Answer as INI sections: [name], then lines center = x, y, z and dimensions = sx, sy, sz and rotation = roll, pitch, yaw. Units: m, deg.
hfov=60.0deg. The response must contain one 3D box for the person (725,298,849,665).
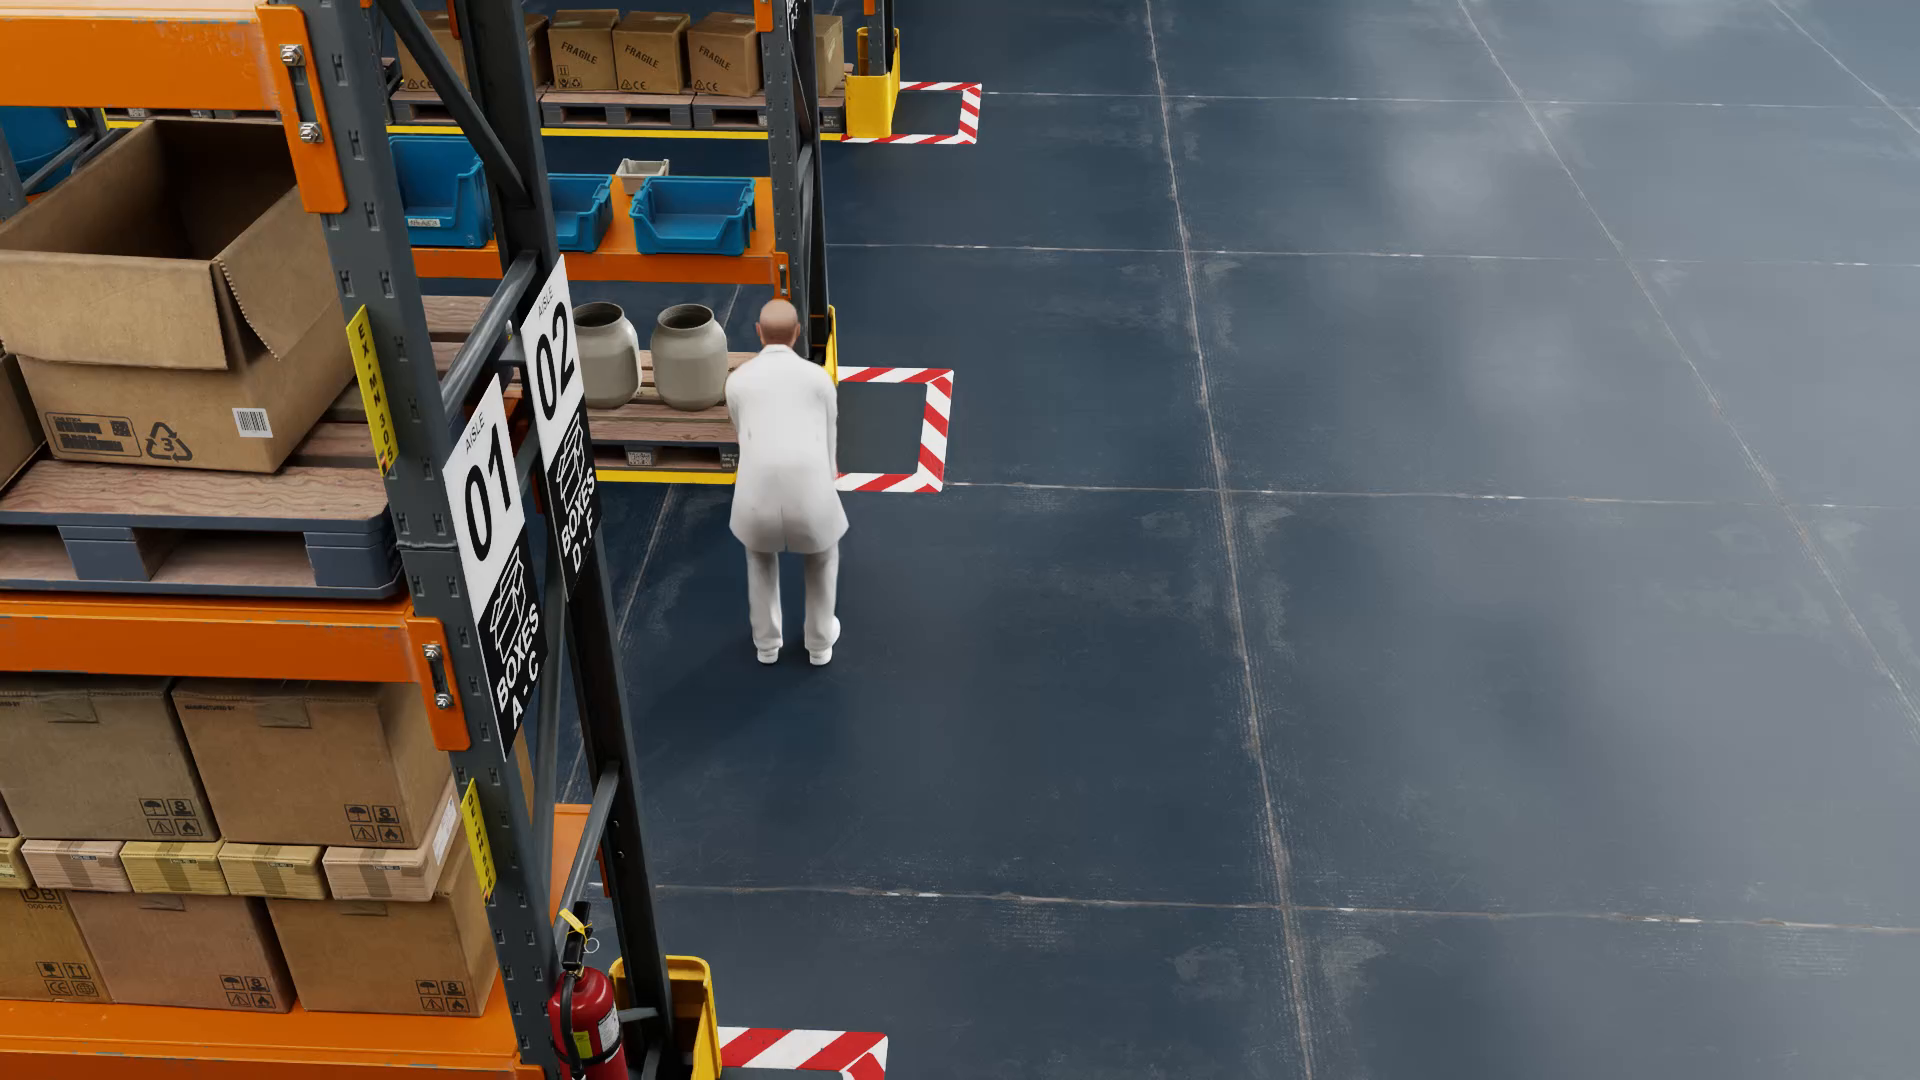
[person]
center = -0.776, -0.247, 7.565
dimensions = 0.544, 1.689, 0.634
rotation = 1, 35, 1
